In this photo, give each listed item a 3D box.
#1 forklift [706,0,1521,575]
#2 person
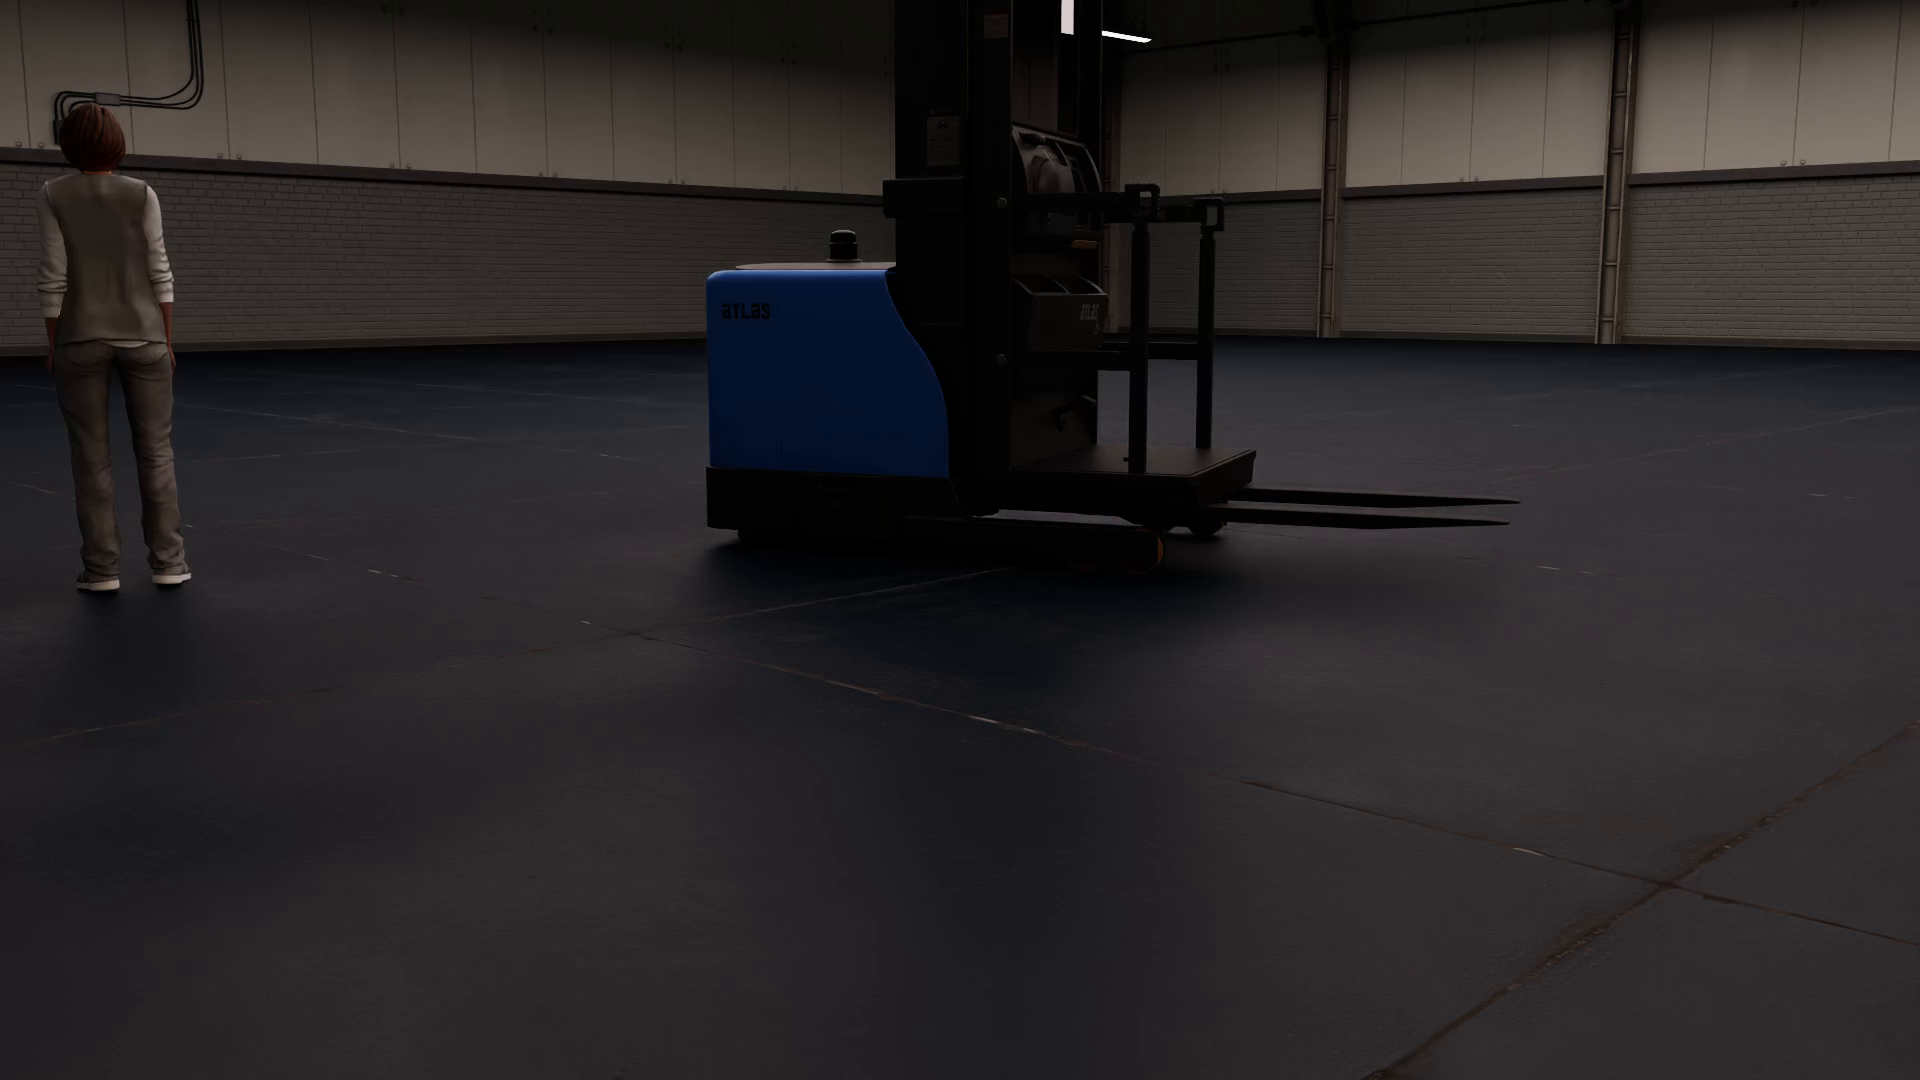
[{"bbox_3d":[0.565,-1.416,6.275,3.031,2.935,1.130,3,9,22],"label":"forklift"},{"bbox_3d":[-2.822,-0.630,5.525,0.405,1.603,0.316,-5,10,-30],"label":"person"}]
